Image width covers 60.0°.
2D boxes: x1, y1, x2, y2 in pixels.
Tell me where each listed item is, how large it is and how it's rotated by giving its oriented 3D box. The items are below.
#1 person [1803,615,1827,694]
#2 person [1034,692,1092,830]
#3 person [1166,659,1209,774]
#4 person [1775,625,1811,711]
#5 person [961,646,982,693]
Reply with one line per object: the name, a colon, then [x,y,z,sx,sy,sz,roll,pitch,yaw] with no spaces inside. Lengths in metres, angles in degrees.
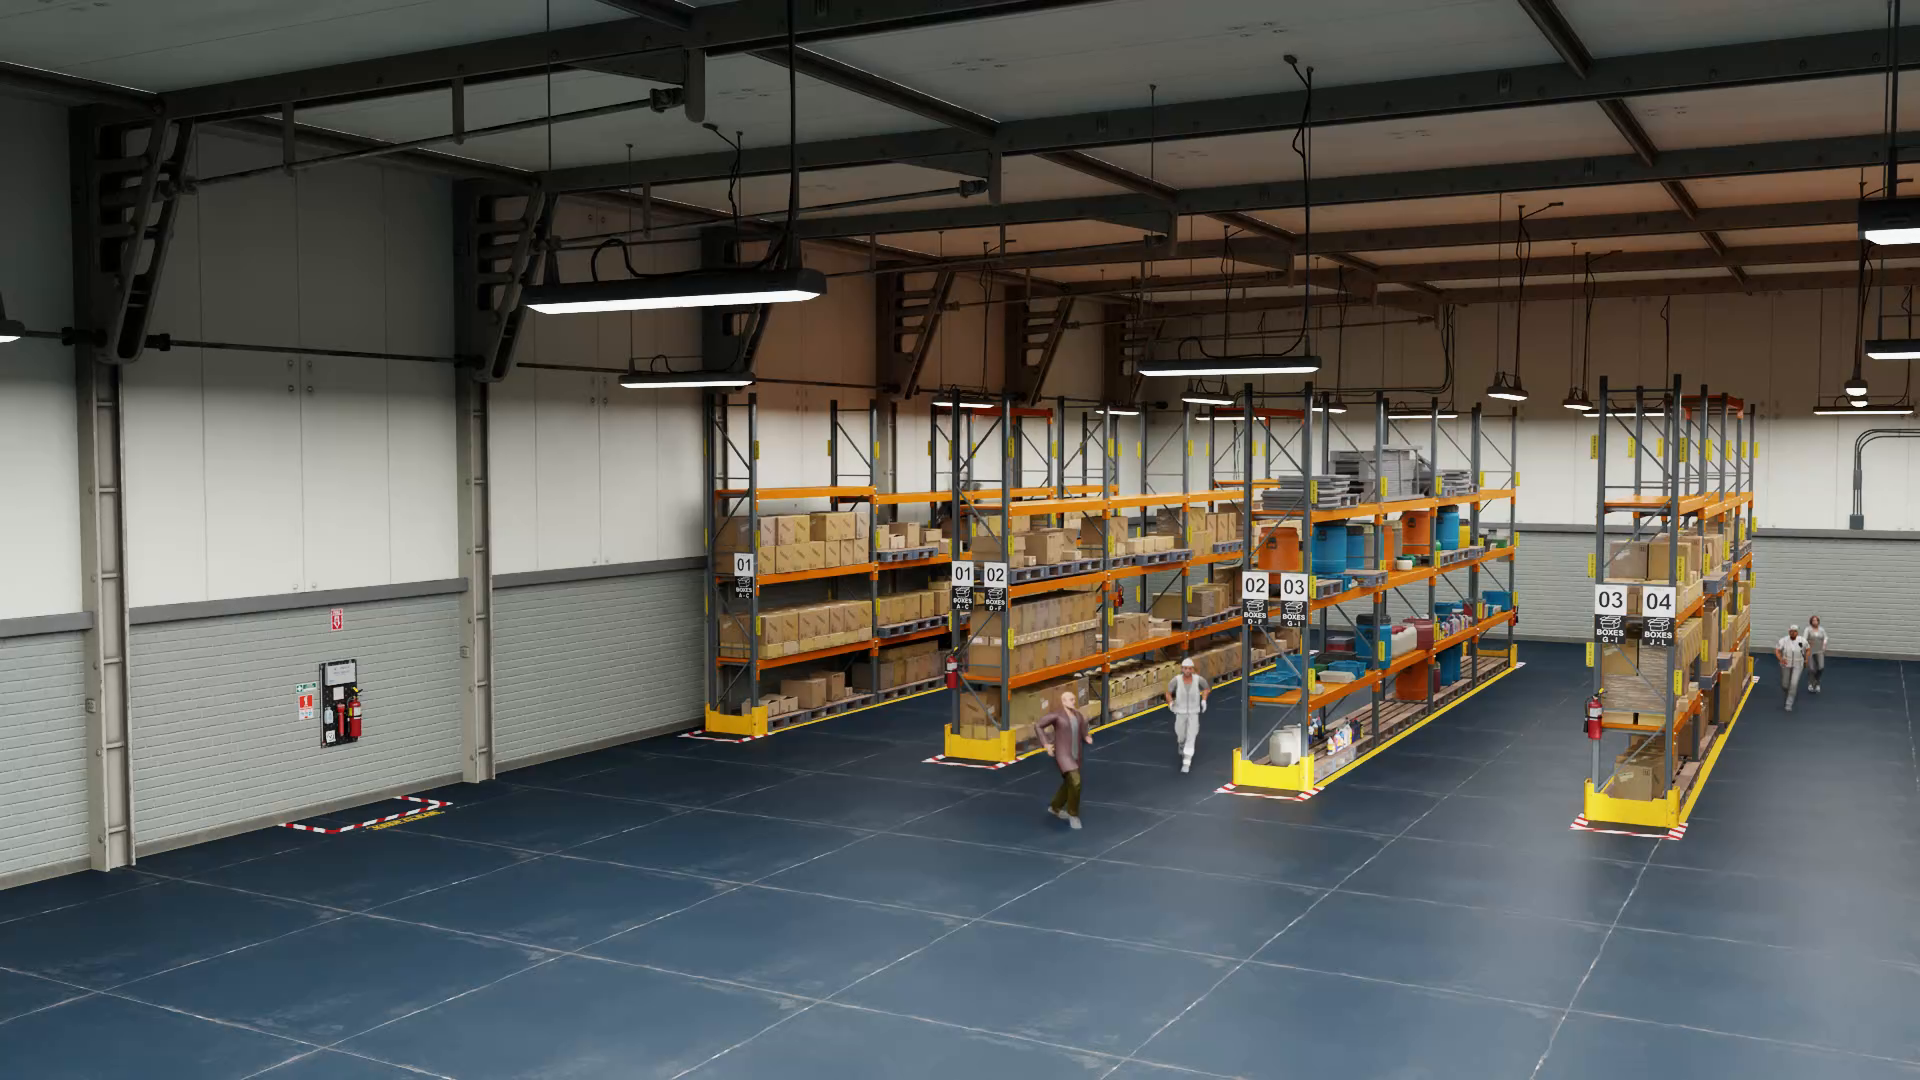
person: [17.594,2.359,34.208,0.514,1.610,0.631,1,3,17]
person: [1.424,2.934,22.231,0.715,1.807,0.824,-3,4,-41]
person: [3.581,2.726,26.154,0.681,1.758,0.968,0,3,5]
person: [16.140,2.459,32.236,0.631,1.655,0.794,2,3,28]
person: [0.222,2.546,30.948,0.569,1.548,0.680,1,3,21]
